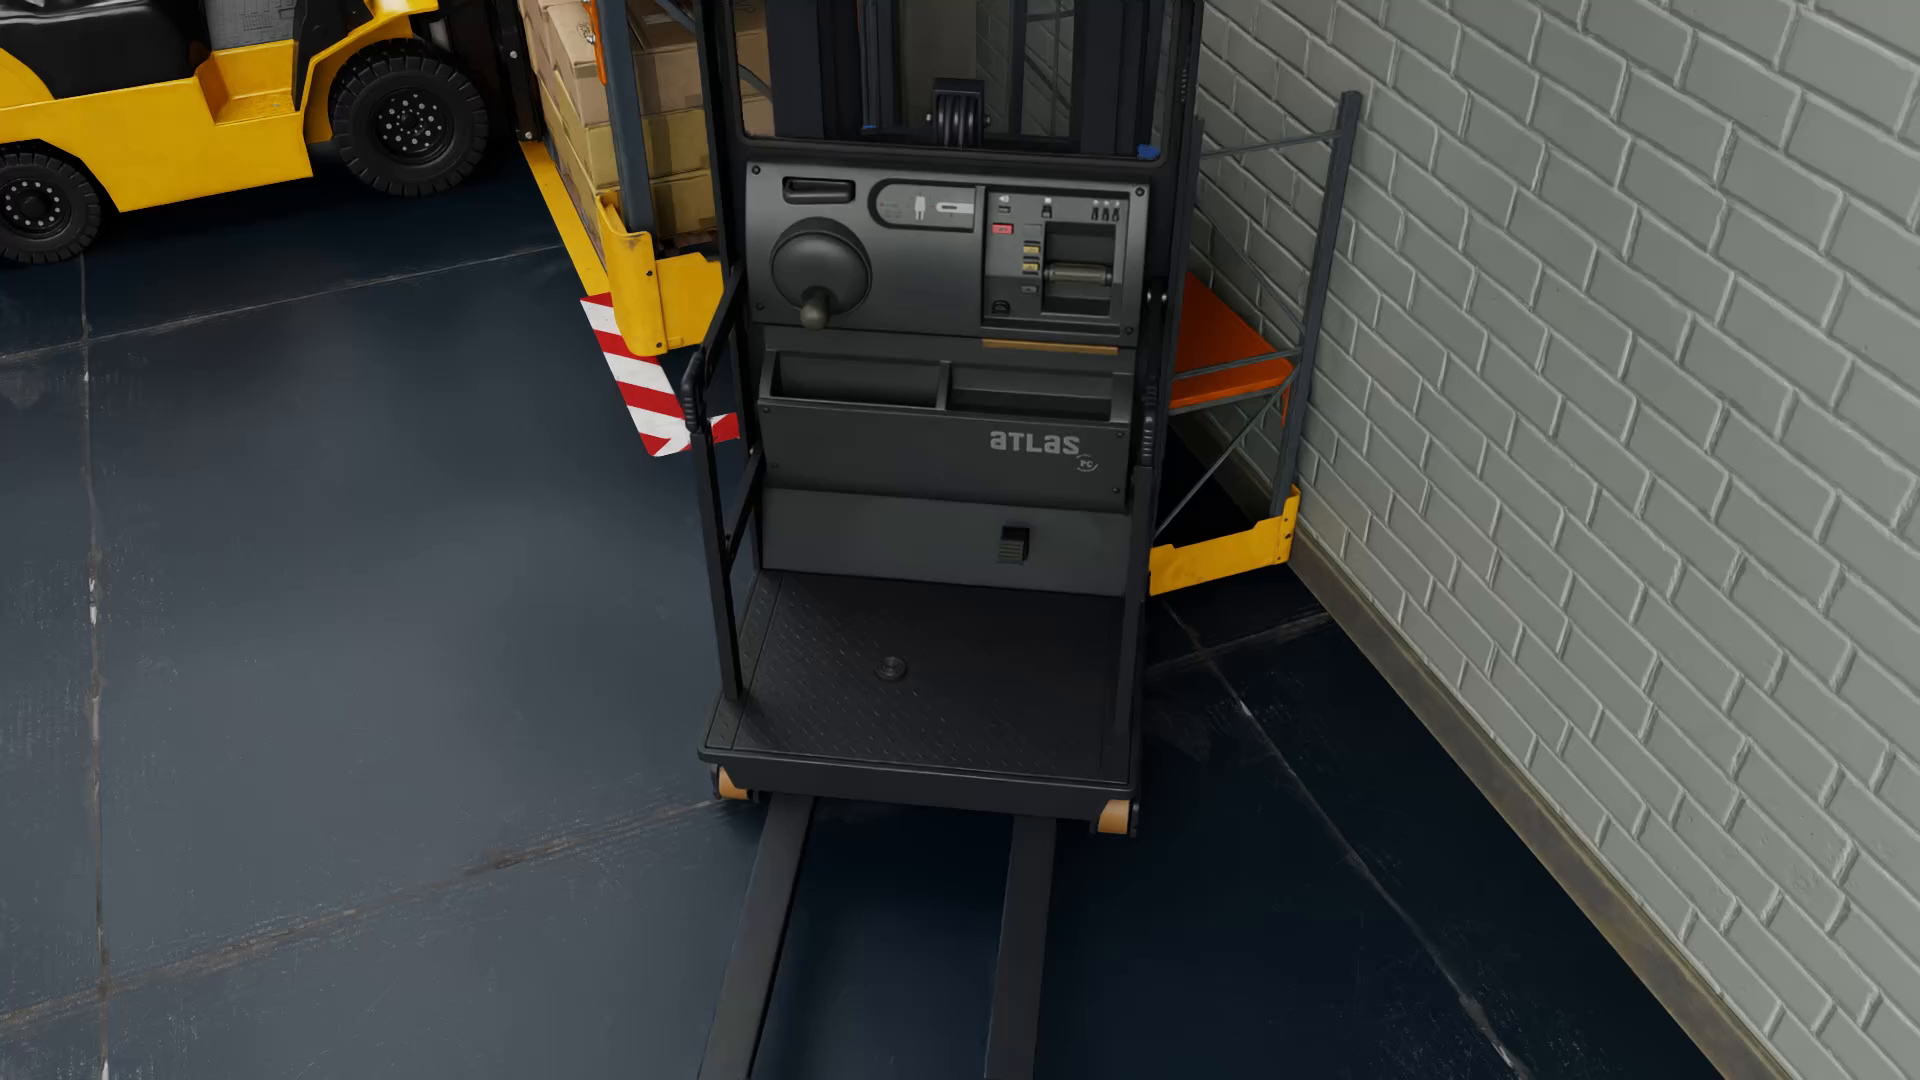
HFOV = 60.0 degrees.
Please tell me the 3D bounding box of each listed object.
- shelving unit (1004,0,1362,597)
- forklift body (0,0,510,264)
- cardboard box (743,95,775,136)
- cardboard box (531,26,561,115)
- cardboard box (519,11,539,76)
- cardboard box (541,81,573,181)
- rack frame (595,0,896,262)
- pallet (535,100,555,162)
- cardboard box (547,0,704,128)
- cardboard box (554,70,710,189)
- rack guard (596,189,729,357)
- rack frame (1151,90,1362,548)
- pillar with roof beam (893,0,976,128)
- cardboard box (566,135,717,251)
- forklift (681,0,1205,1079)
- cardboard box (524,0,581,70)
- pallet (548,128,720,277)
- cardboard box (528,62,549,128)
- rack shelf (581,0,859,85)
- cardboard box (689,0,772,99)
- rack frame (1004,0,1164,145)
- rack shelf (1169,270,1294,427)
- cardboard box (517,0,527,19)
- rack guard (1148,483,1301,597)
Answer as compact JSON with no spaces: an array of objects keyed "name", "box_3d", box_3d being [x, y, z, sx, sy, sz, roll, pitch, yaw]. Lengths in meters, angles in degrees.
[{"name":"shelving unit","box_3d":[0.558,-0.776,4.962,0.587,1.500,1.083,-13,40,-19]},{"name":"forklift body","box_3d":[-3.124,-2.417,6.411,2.313,2.155,1.214,-15,43,-17]},{"name":"cardboard box","box_3d":[-0.701,-1.693,6.321,0.500,0.250,0.500,-14,43,-16]},{"name":"cardboard box","box_3d":[-1.370,-1.878,6.537,0.500,0.250,0.500,-16,43,-17]},{"name":"cardboard box","box_3d":[-1.587,-2.184,6.892,0.500,0.250,0.500,-16,43,-18]},{"name":"cardboard box","box_3d":[-1.366,-1.674,6.683,0.500,0.250,0.500,-15,43,-17]},{"name":"rack frame","box_3d":[-0.713,-2.052,5.335,1.000,3.000,0.127,-15,43,-17]},{"name":"pallet","box_3d":[-1.507,-2.178,7.621,1.003,0.211,1.213,-15,43,-17]},{"name":"cardboard box","box_3d":[-1.177,-1.747,6.001,0.500,0.250,0.500,-14,43,-15]},{"name":"cardboard box","box_3d":[-1.188,-1.573,6.182,0.500,0.250,0.500,-16,43,-17]},{"name":"rack guard","box_3d":[-0.704,-1.089,6.133,1.175,0.500,0.348,-15,43,-17]},{"name":"rack frame","box_3d":[0.762,-0.483,4.586,0.500,1.500,0.032,-13,40,-19]},{"name":"pillar with roof beam","box_3d":[-4.124,-3.897,2.879,9.100,9.000,0.400,-15,43,-17]},{"name":"cardboard box","box_3d":[-1.185,-1.373,6.332,0.500,0.250,0.500,-15,43,-17]},{"name":"forklift","box_3d":[-0.058,-0.585,3.683,1.130,2.935,3.031,4,41,5]},{"name":"cardboard box","box_3d":[-1.378,-2.053,6.357,0.500,0.250,0.500,-14,43,-16]},{"name":"pallet","box_3d":[-1.044,-1.445,6.768,1.003,0.211,1.213,-15,43,-17]},{"name":"cardboard box","box_3d":[-1.549,-1.978,7.036,0.500,0.250,0.500,-15,43,-16]},{"name":"rack shelf","box_3d":[-1.478,-2.984,6.971,1.077,0.370,4.000,-15,43,-17]},{"name":"cardboard box","box_3d":[-0.722,-1.884,6.160,0.500,0.250,0.500,-16,43,-18]},{"name":"rack frame","box_3d":[0.362,-1.058,5.324,0.500,1.500,0.032,-13,40,-19]},{"name":"rack shelf","box_3d":[0.557,-0.627,5.064,0.538,0.185,1.000,-13,40,-19]},{"name":"cardboard box","box_3d":[-1.581,-2.355,6.707,0.500,0.250,0.500,-15,43,-16]},{"name":"rack guard","box_3d":[0.738,0.003,4.979,0.587,0.250,0.087,-13,40,-19]}]
